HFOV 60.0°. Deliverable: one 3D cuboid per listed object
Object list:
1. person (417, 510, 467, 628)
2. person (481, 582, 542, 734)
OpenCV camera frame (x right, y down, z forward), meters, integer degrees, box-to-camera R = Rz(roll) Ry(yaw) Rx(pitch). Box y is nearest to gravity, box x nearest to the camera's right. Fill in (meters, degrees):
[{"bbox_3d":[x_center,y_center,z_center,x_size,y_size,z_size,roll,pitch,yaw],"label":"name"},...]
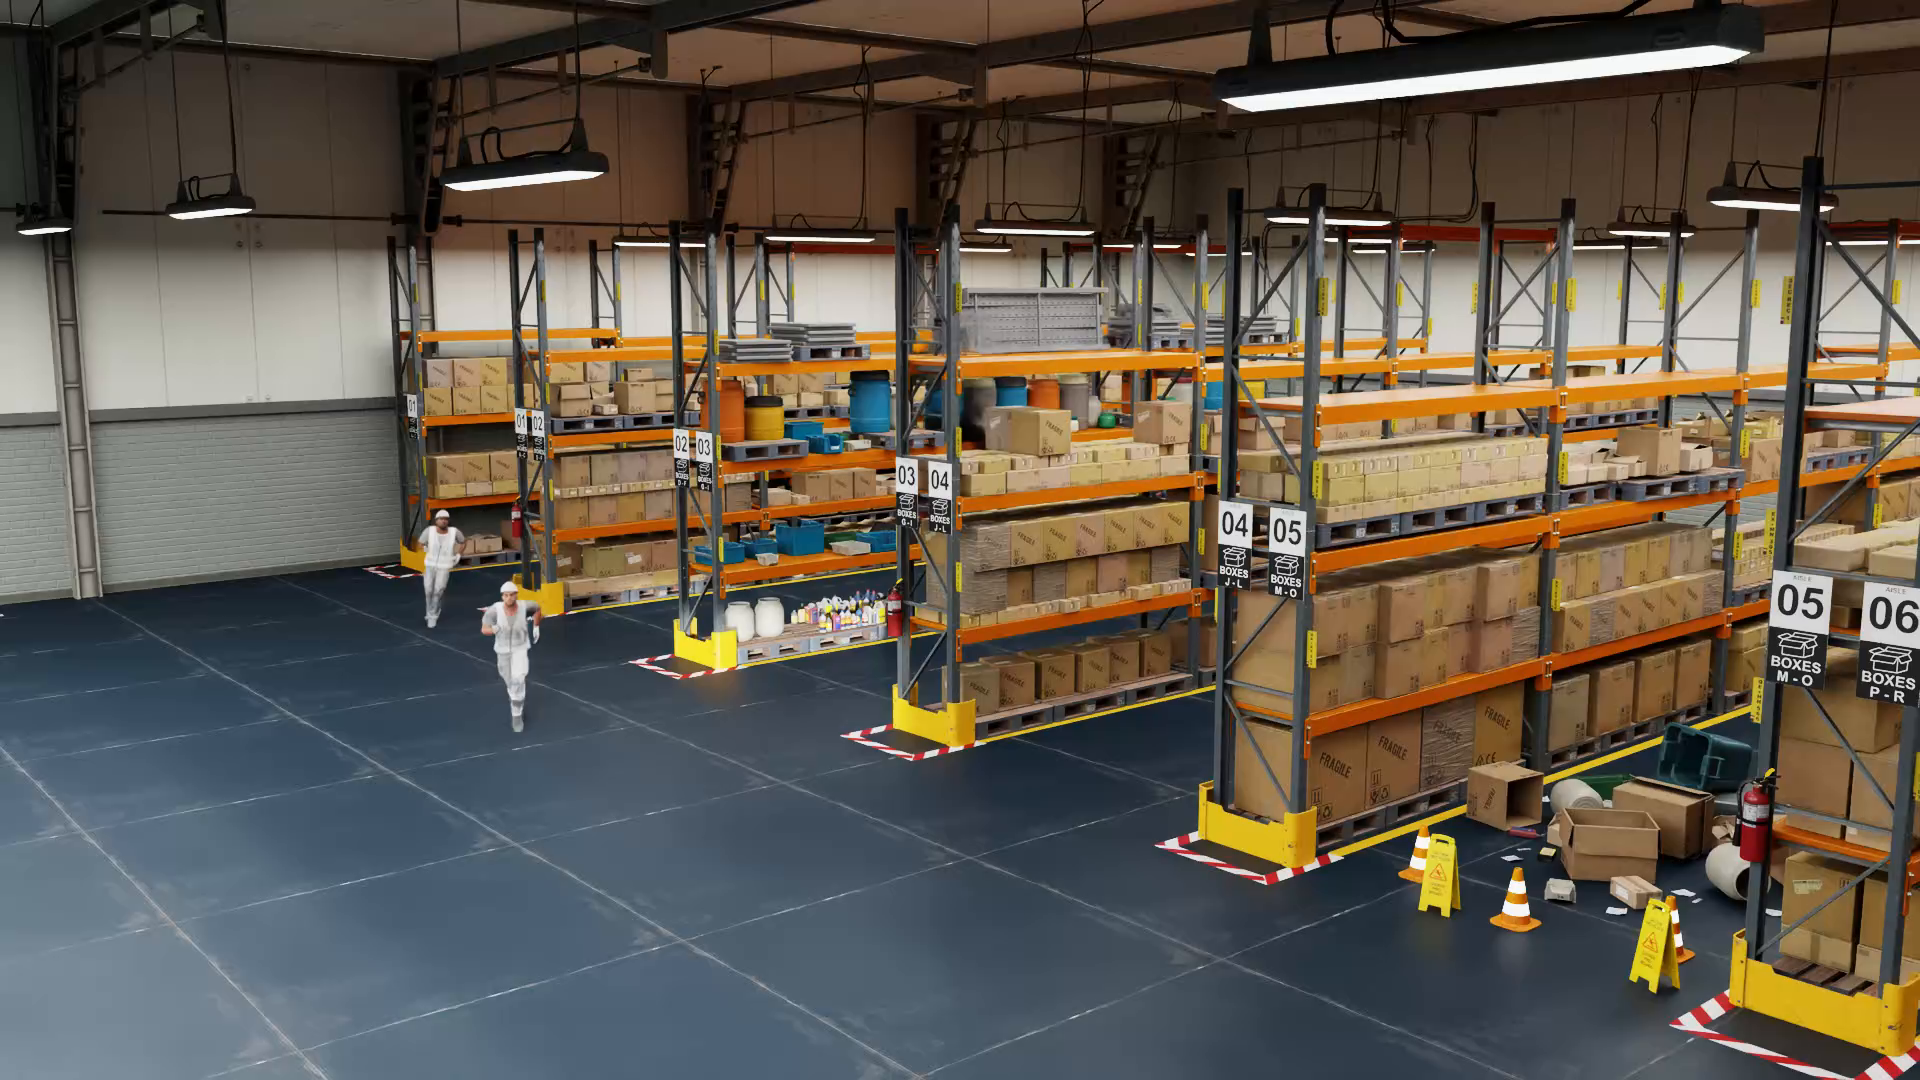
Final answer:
[{"bbox_3d":[-7.891,0.427,25.296,0.685,1.790,0.724,-1,9,-4],"label":"person"},{"bbox_3d":[-5.227,1.328,19.441,0.646,1.776,0.948,-1,9,-6],"label":"person"}]
